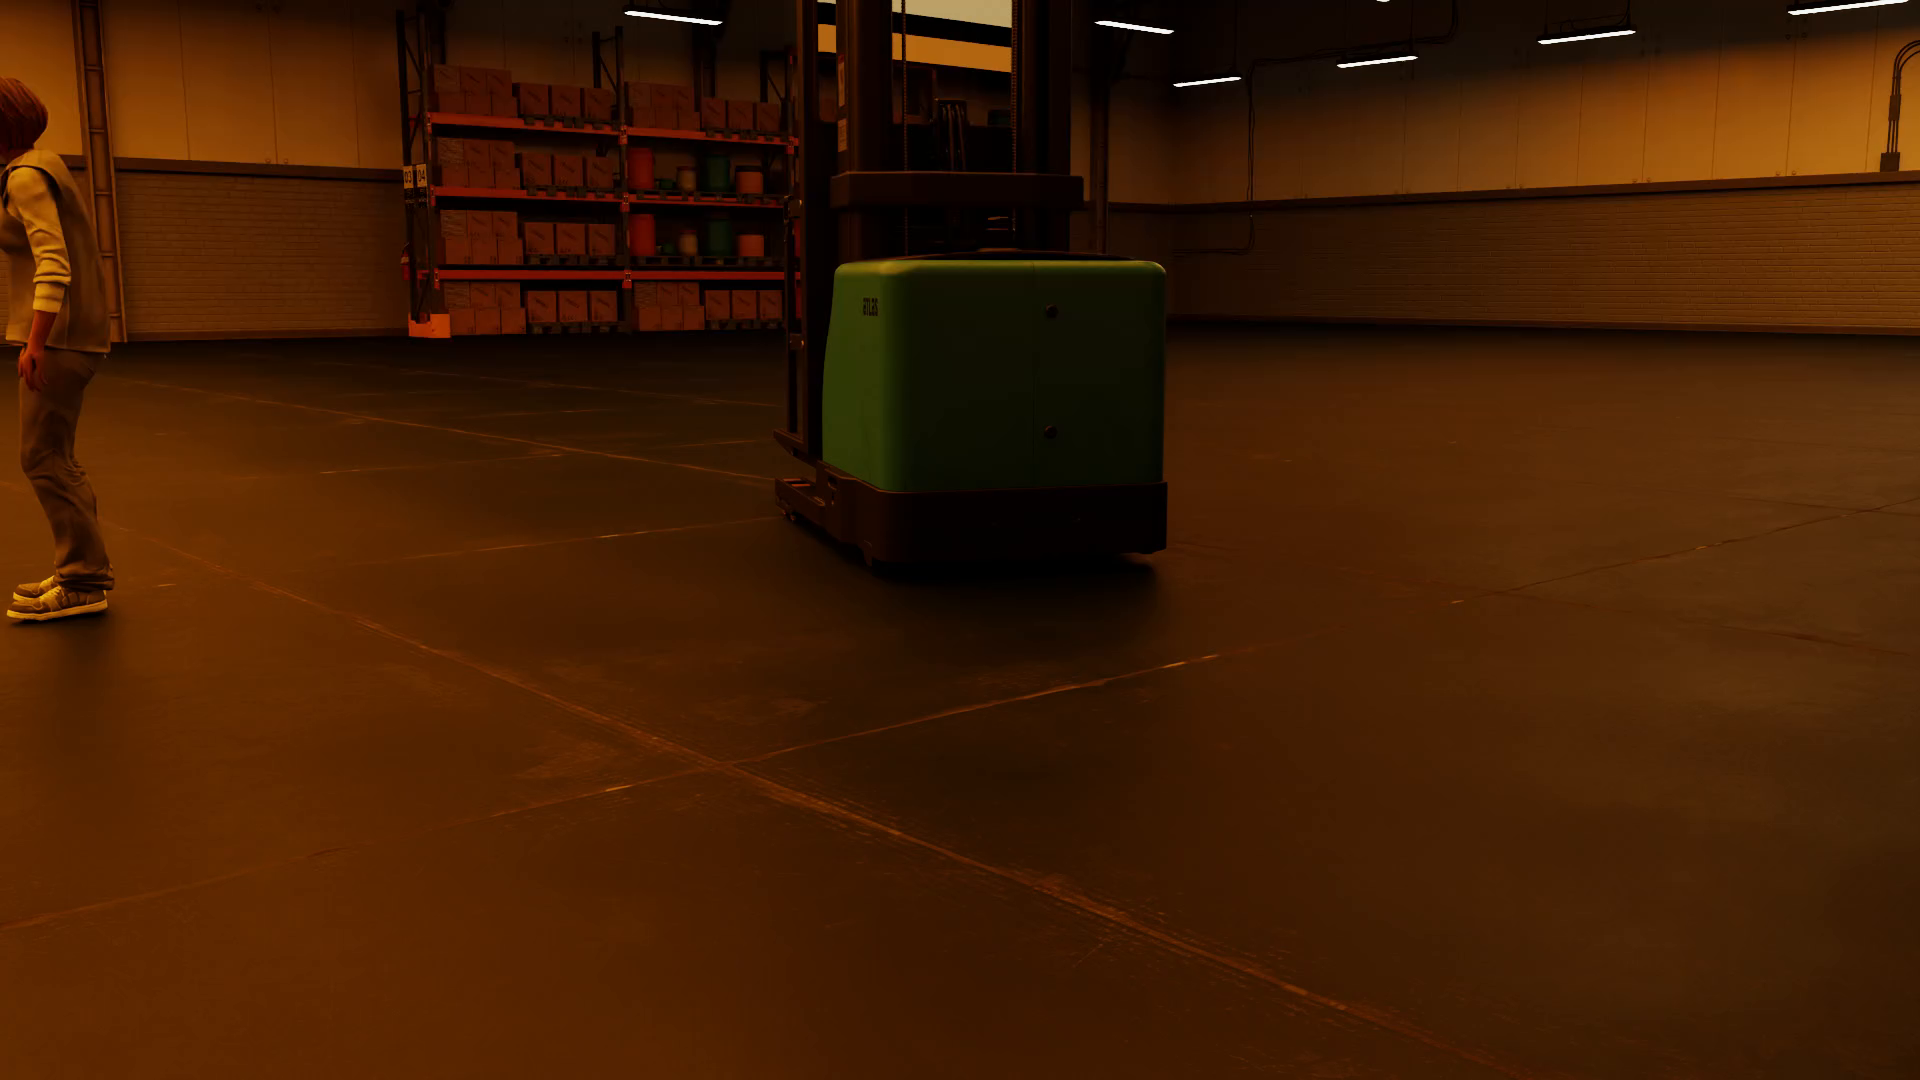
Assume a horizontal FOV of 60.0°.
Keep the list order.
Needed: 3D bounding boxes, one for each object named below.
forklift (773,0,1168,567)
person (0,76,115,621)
[{"bbox_3d":[-0.174,-1.539,6.902,1.130,2.935,3.031,-3,9,-16],"label":"forklift"},{"bbox_3d":[-2.742,-0.566,4.995,0.348,1.592,0.476,-5,10,-27],"label":"person"}]
